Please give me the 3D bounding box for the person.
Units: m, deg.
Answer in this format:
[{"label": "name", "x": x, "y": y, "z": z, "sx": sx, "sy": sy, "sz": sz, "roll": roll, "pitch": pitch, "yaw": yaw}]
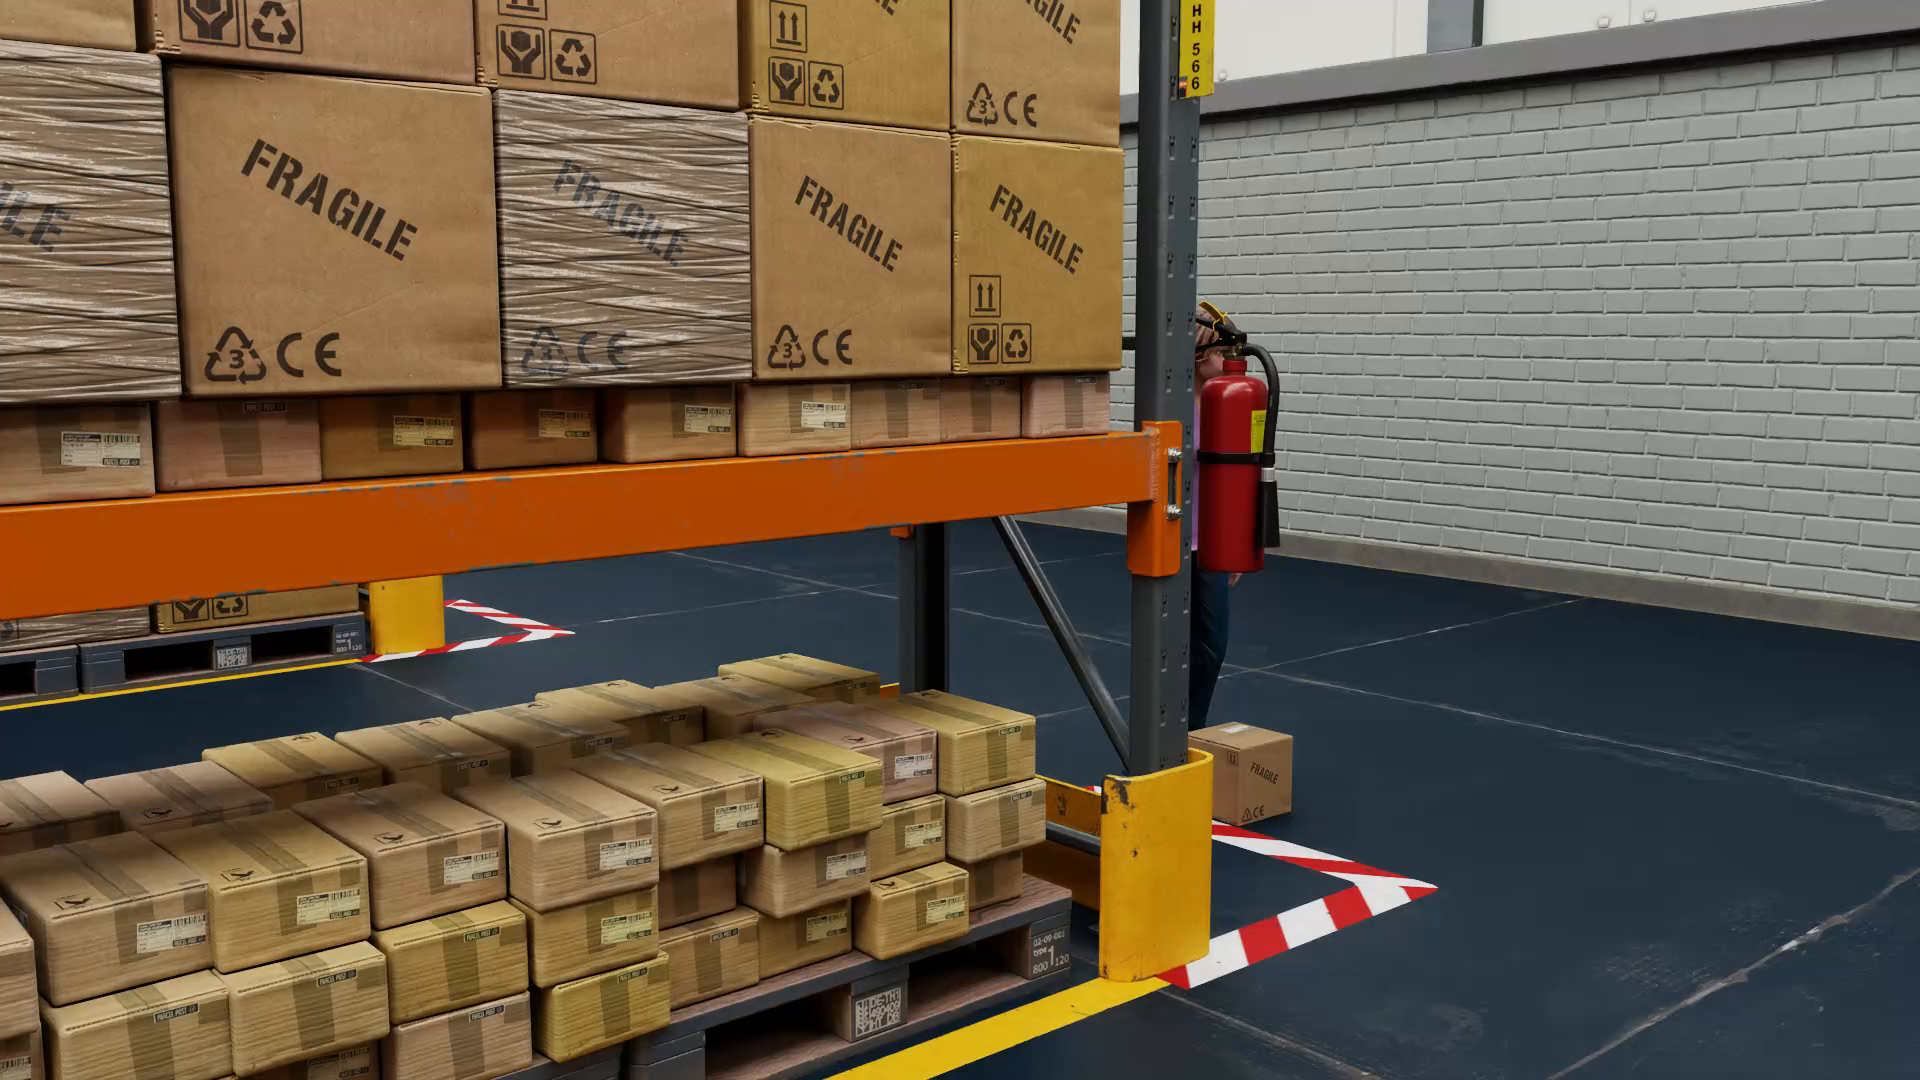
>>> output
[{"label": "person", "x": 0.733, "y": 0.055, "z": 5.421, "sx": 0.476, "sy": 1.593, "sz": 0.348, "roll": -6, "pitch": 10, "yaw": -39}]
